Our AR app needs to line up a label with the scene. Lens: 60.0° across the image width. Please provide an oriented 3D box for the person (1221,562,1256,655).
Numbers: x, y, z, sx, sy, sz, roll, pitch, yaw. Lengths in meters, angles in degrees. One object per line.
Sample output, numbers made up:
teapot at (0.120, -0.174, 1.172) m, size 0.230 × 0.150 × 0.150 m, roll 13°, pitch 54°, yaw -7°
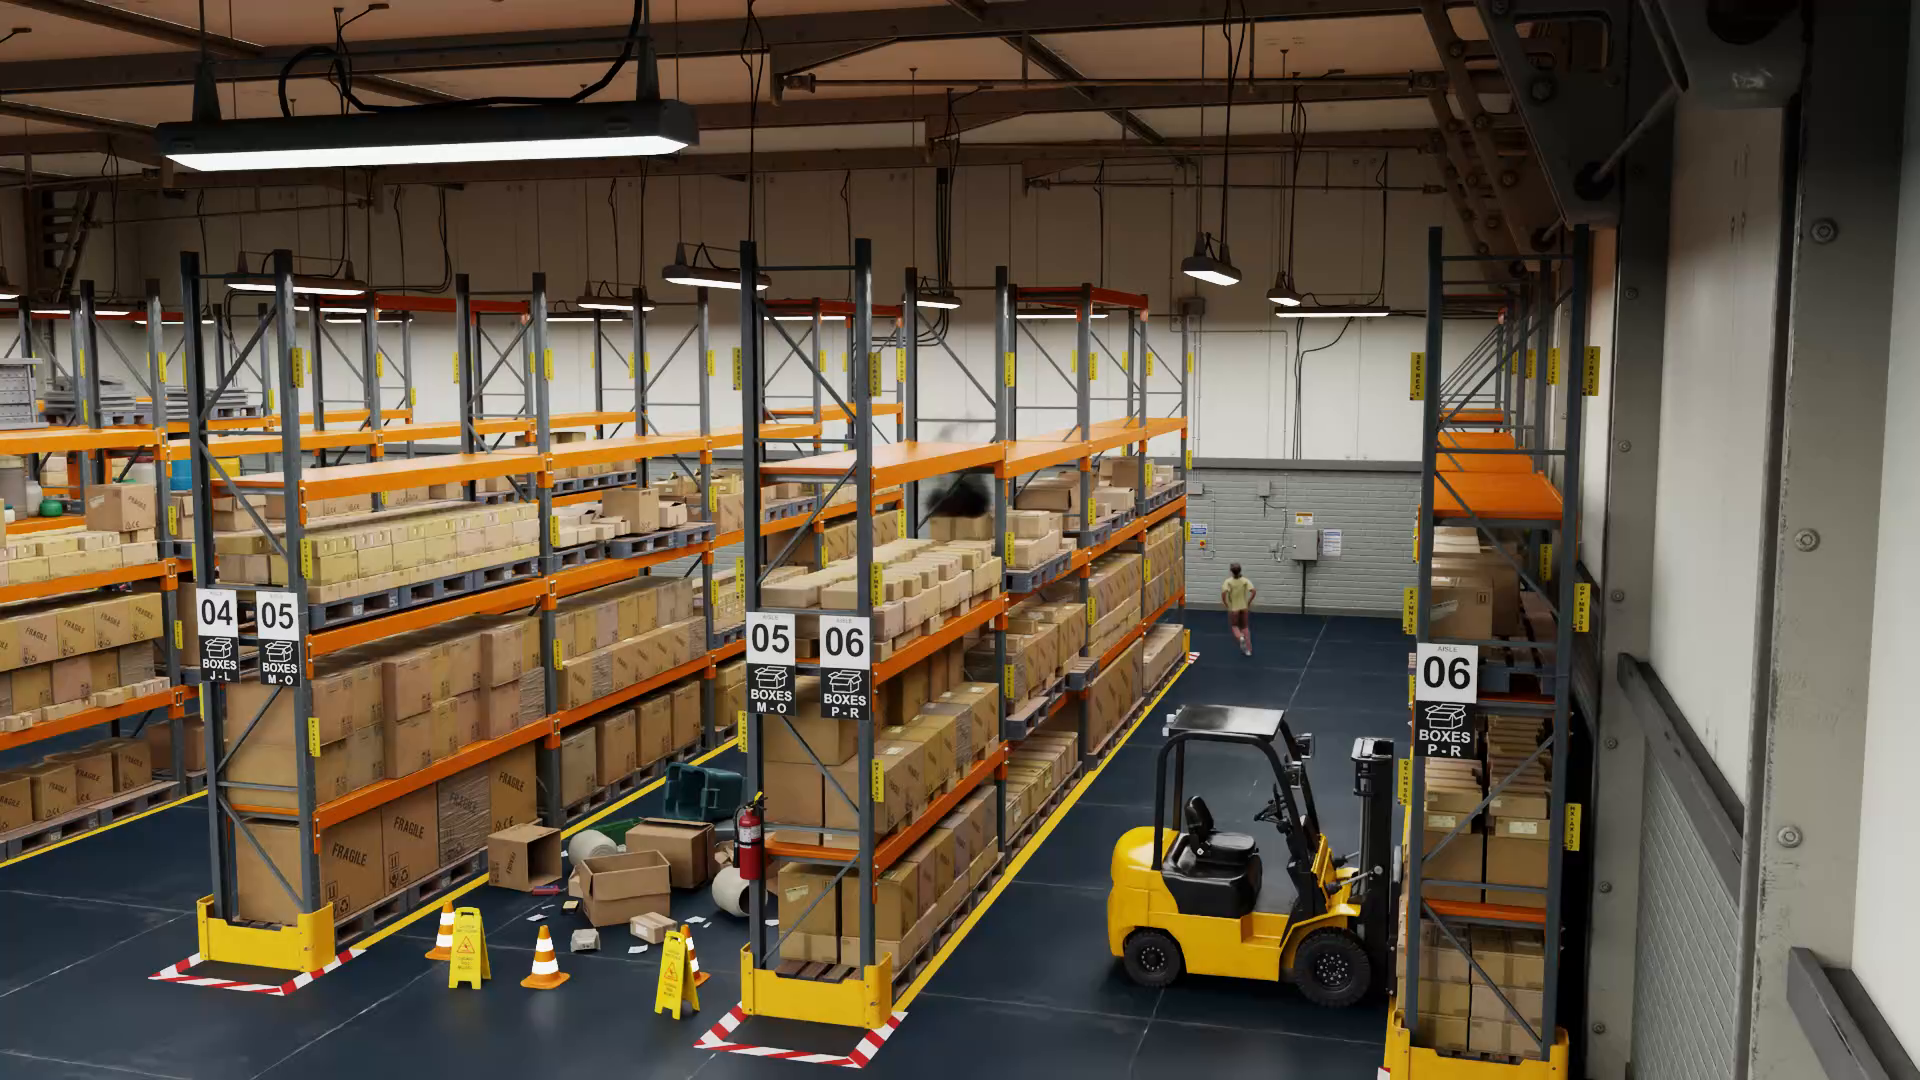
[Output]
person at (4.747, 1.187, 28.535) m, size 0.631 × 1.600 × 0.533 m, roll -1°, pitch 6°, yaw -4°
